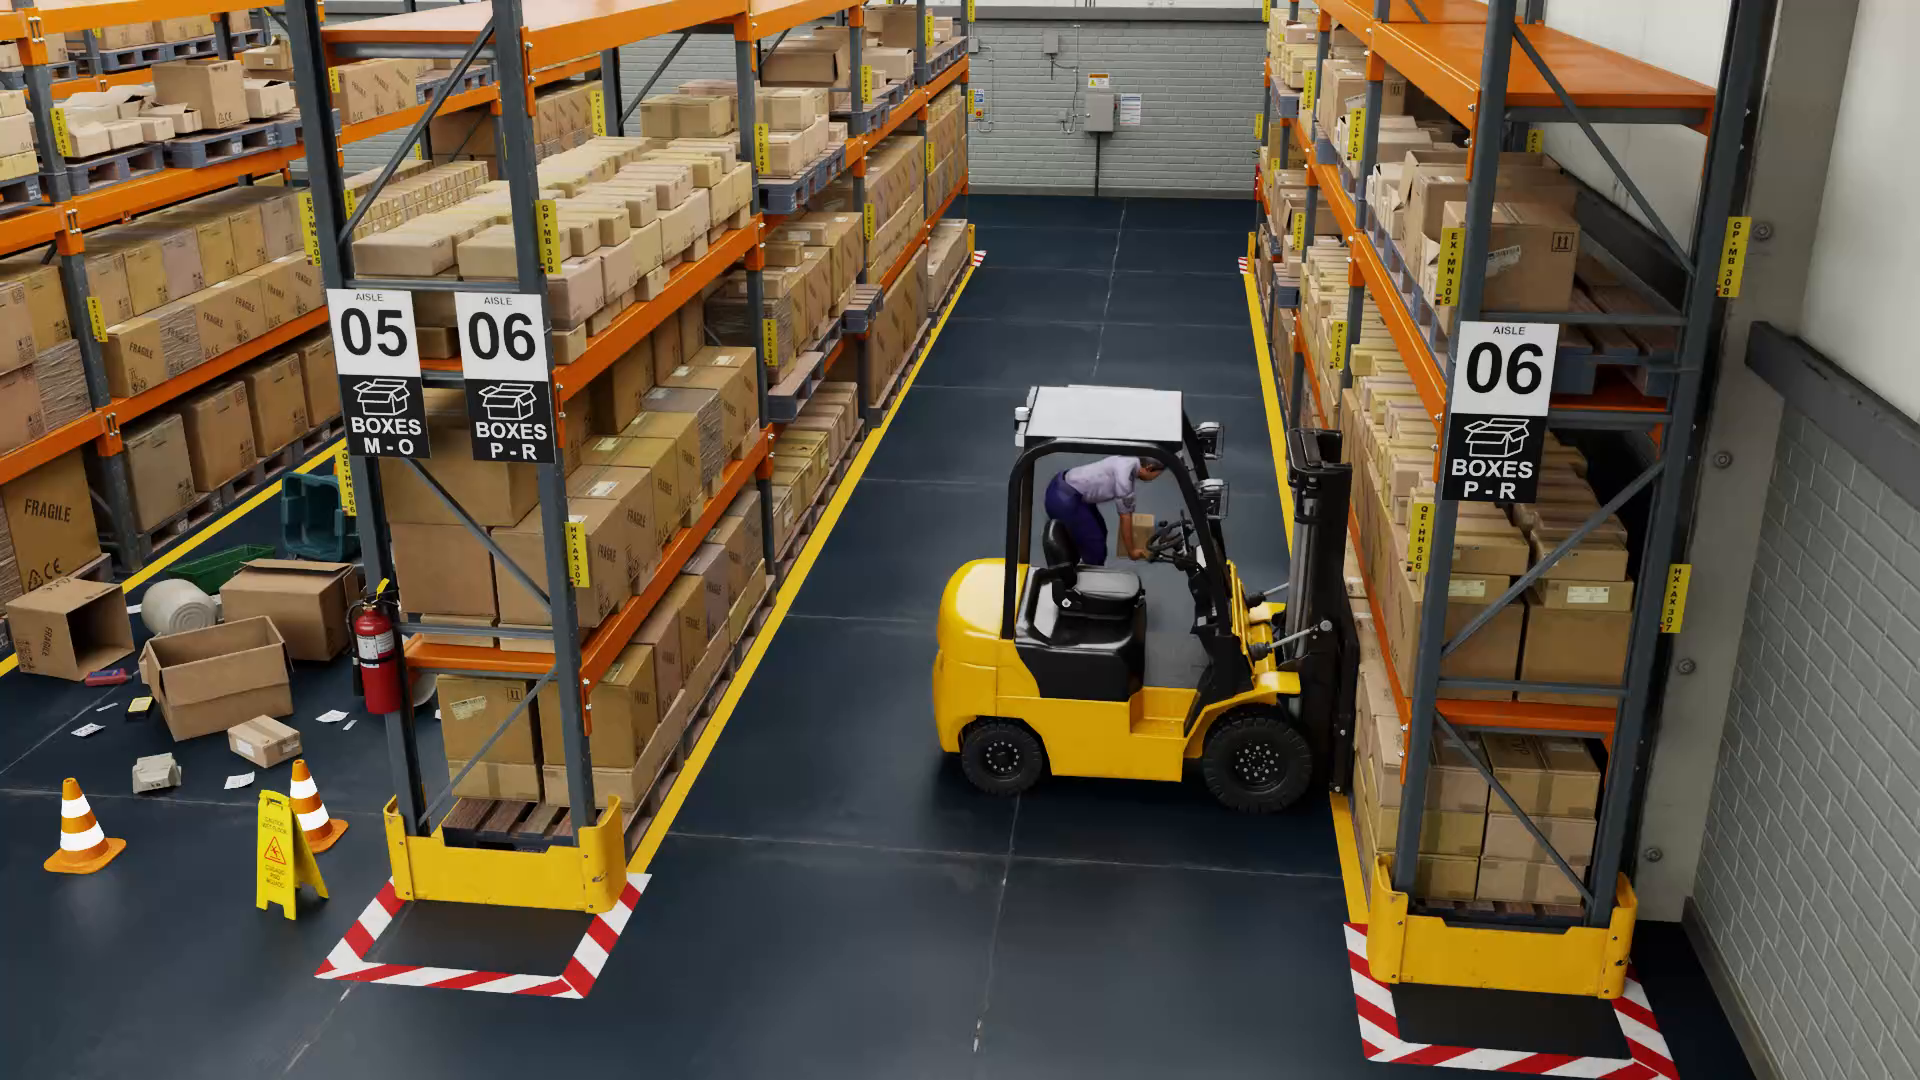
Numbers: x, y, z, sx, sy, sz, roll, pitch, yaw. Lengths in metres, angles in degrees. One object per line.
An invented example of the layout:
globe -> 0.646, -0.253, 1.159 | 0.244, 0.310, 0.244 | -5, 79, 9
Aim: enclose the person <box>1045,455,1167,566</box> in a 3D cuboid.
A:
person -> 1.043, -0.105, 12.034 | 0.865, 1.172, 0.469 | 2, 21, 4
